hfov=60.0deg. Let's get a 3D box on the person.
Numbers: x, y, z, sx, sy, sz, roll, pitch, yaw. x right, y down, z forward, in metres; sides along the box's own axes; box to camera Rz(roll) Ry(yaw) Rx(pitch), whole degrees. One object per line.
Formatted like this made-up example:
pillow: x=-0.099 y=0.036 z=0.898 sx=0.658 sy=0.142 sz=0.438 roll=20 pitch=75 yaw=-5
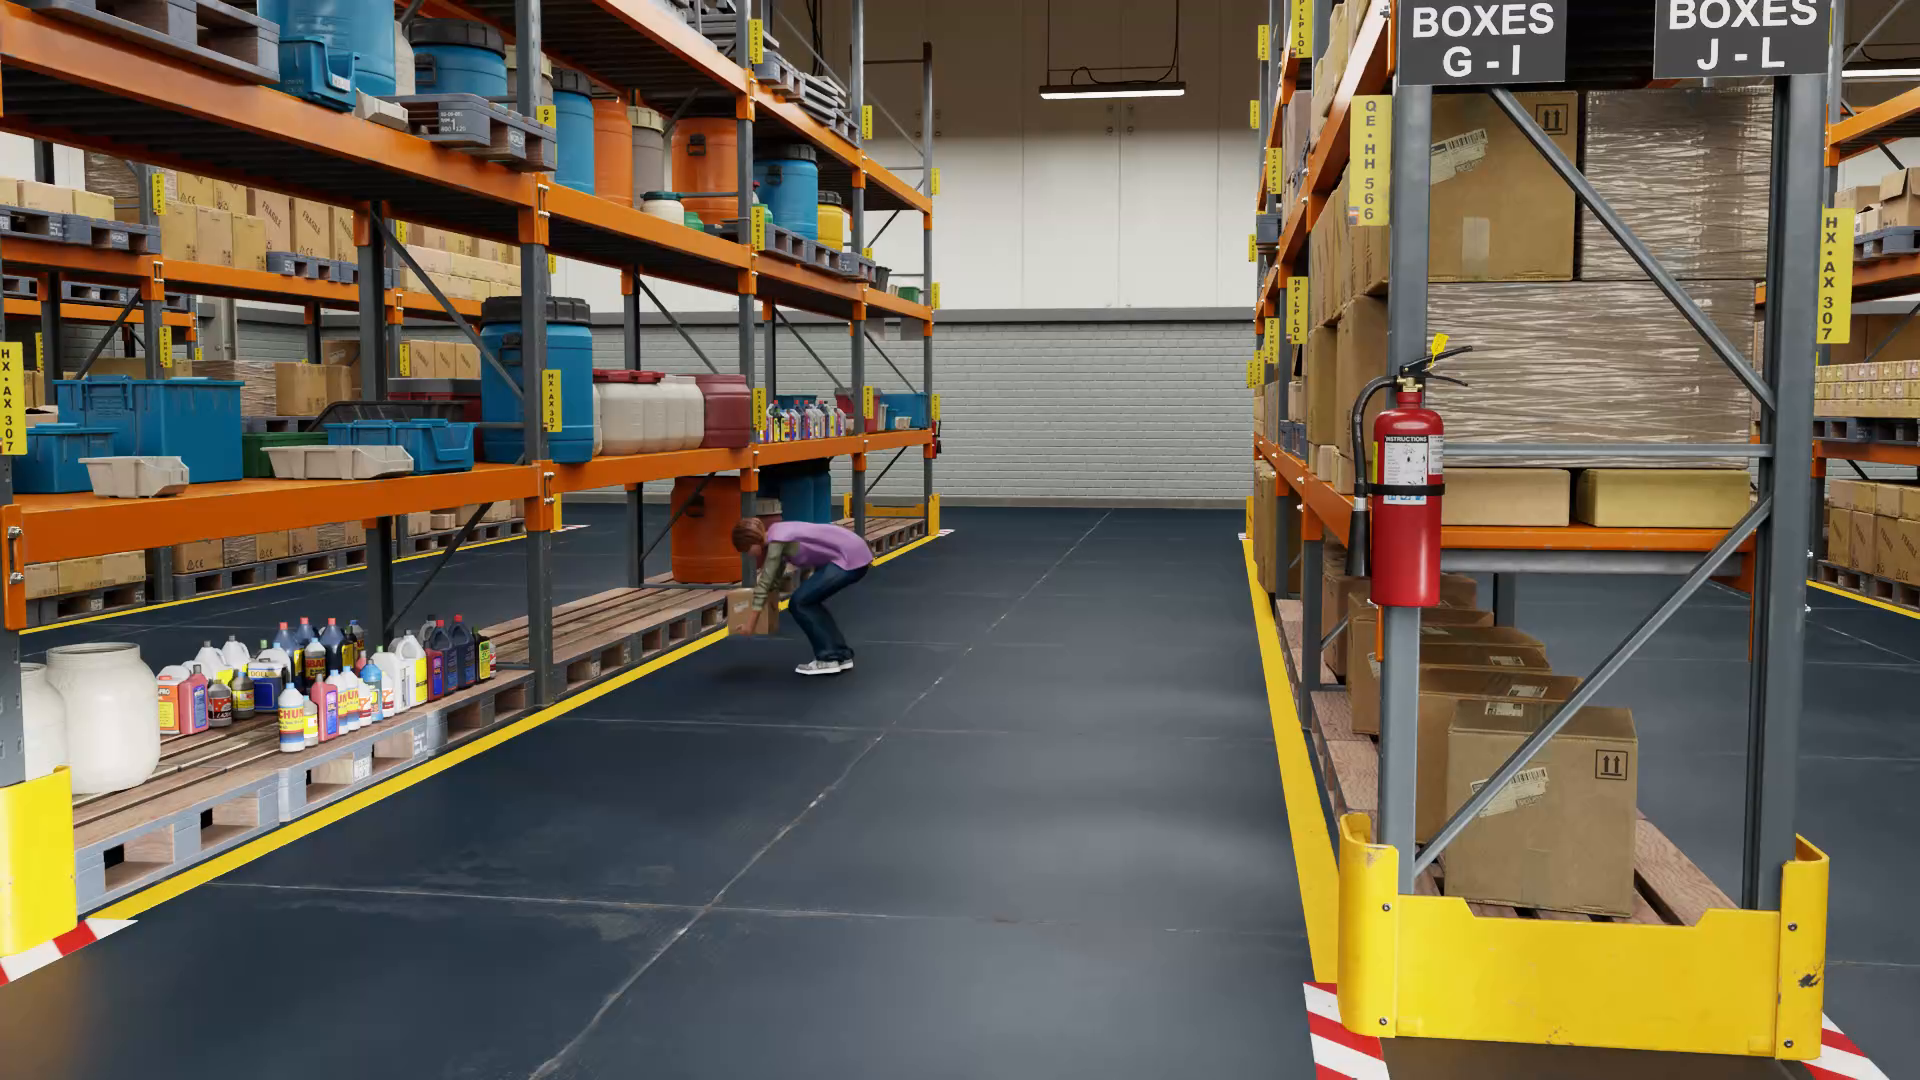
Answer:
person: x=-0.952 y=0.345 z=10.074 sx=0.862 sy=0.918 sz=0.420 roll=0 pitch=5 yaw=6
